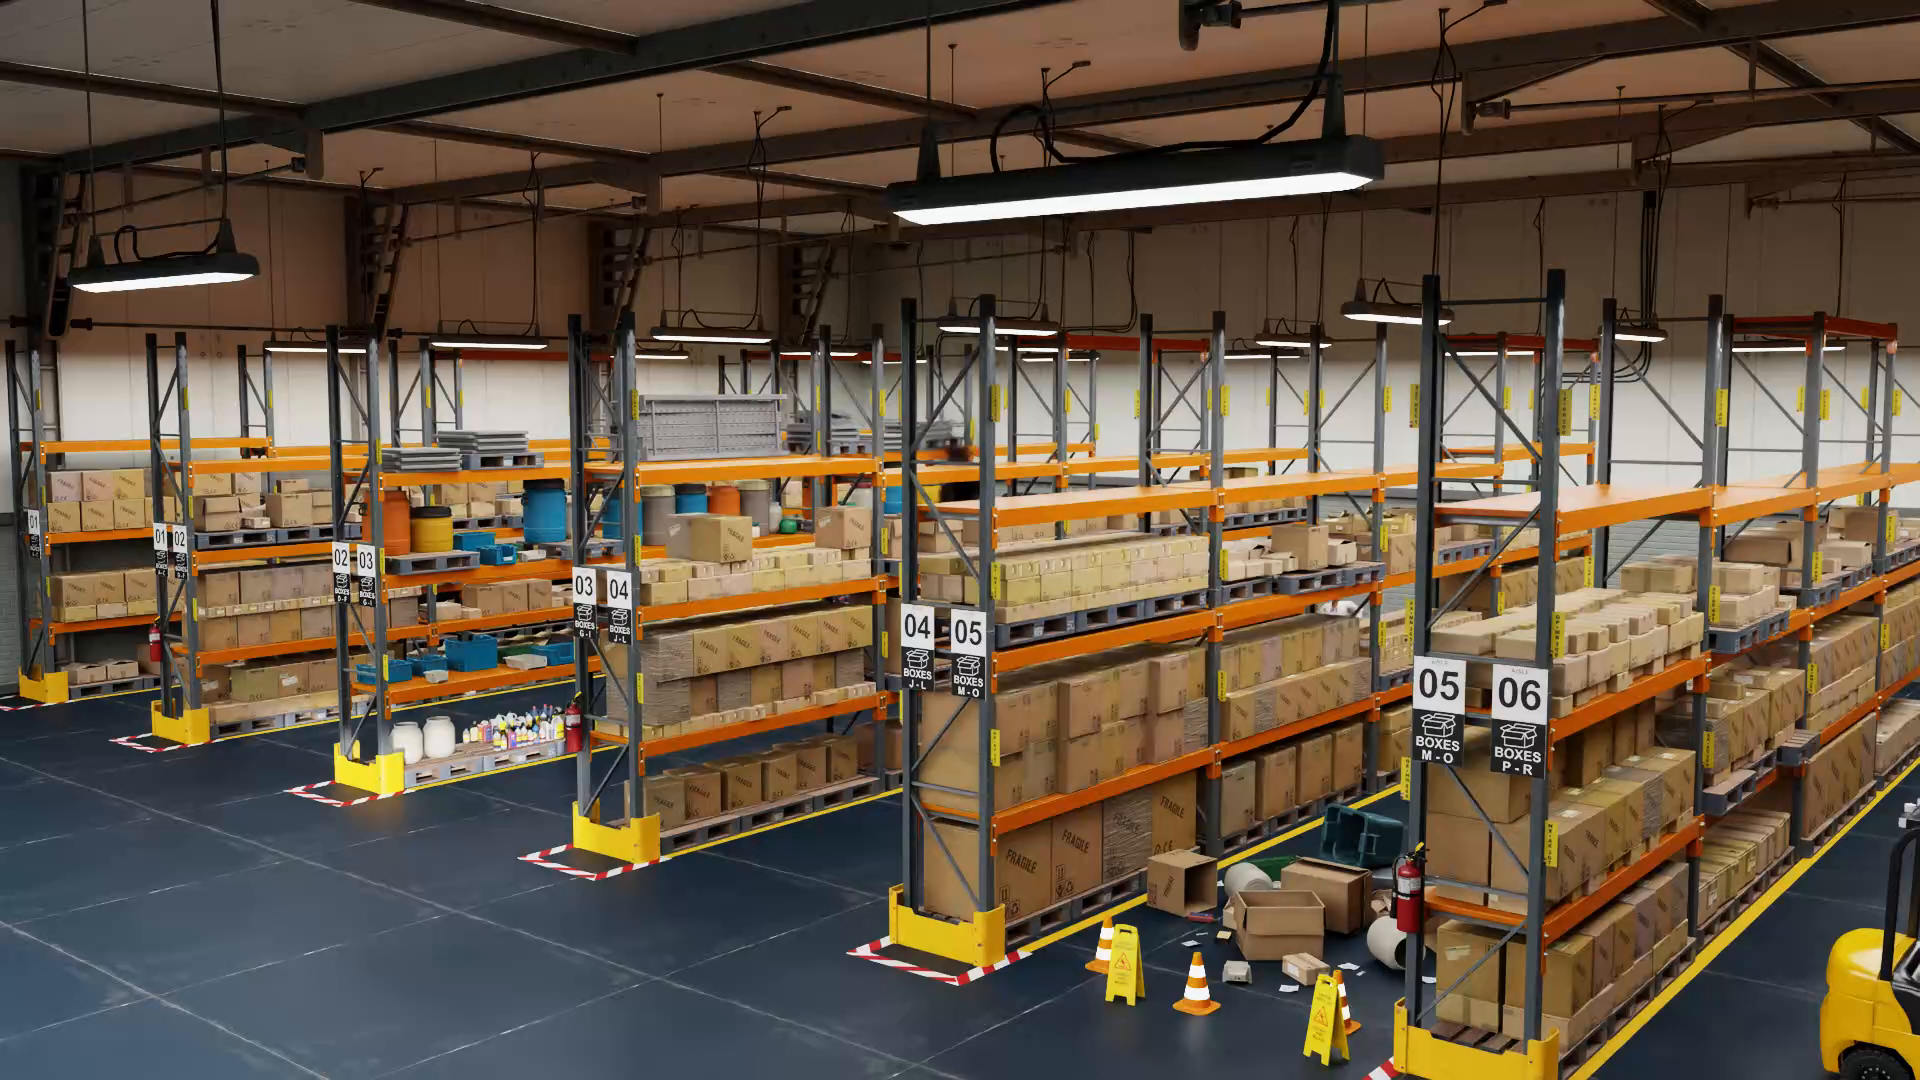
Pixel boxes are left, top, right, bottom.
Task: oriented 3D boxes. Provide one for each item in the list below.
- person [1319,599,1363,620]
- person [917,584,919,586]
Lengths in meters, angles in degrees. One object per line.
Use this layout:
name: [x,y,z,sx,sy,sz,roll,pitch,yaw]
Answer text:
person: [6.540,1.720,28.635,0.714,1.828,0.889,4,7,40]
person: [-0.739,1.130,35.085,0.745,1.741,0.952,3,6,26]
